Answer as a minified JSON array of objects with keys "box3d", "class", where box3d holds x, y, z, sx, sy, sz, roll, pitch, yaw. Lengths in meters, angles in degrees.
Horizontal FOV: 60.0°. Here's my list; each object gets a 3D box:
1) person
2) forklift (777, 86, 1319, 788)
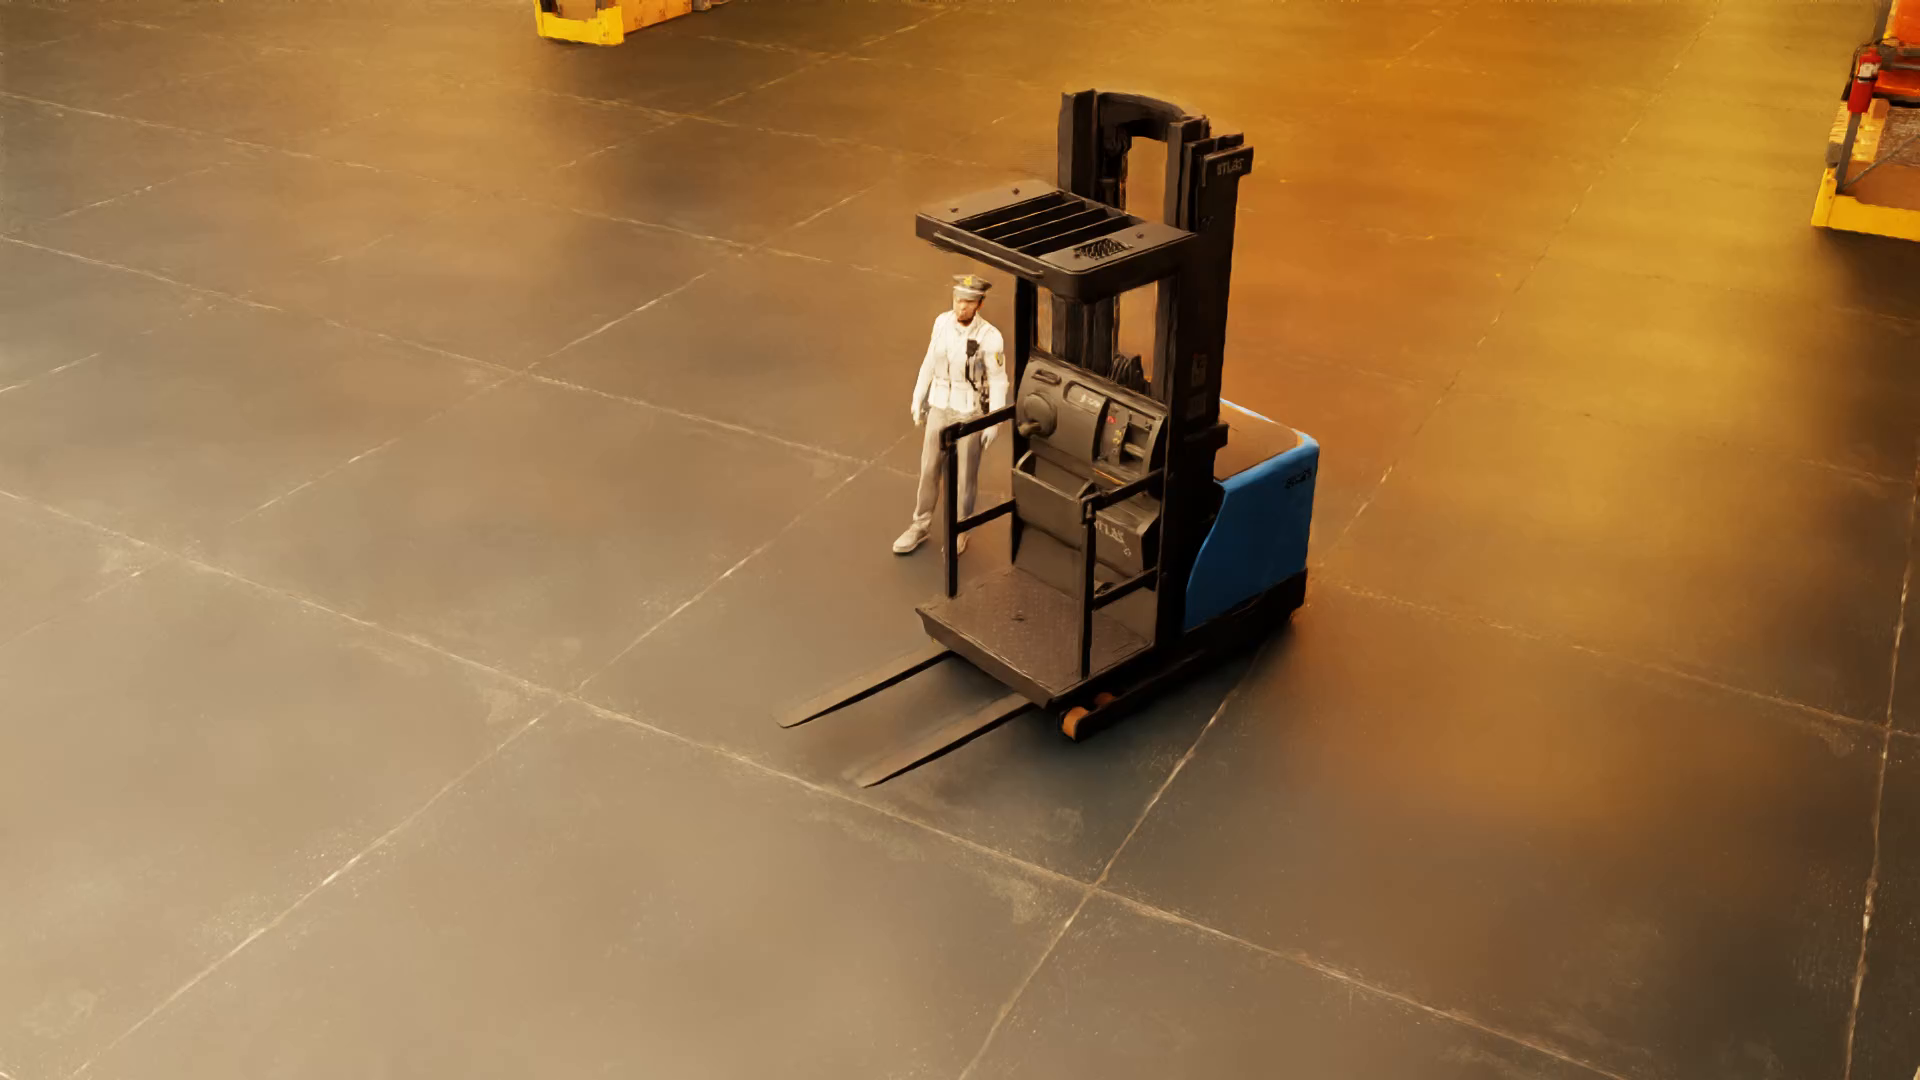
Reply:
[{"box3d":[-0.039,-0.713,9.527,0.586,1.695,0.532,15,33,25],"class":"person"},{"box3d":[0.475,-0.569,8.056,3.031,2.935,1.130,-24,37,-35],"class":"forklift"}]
